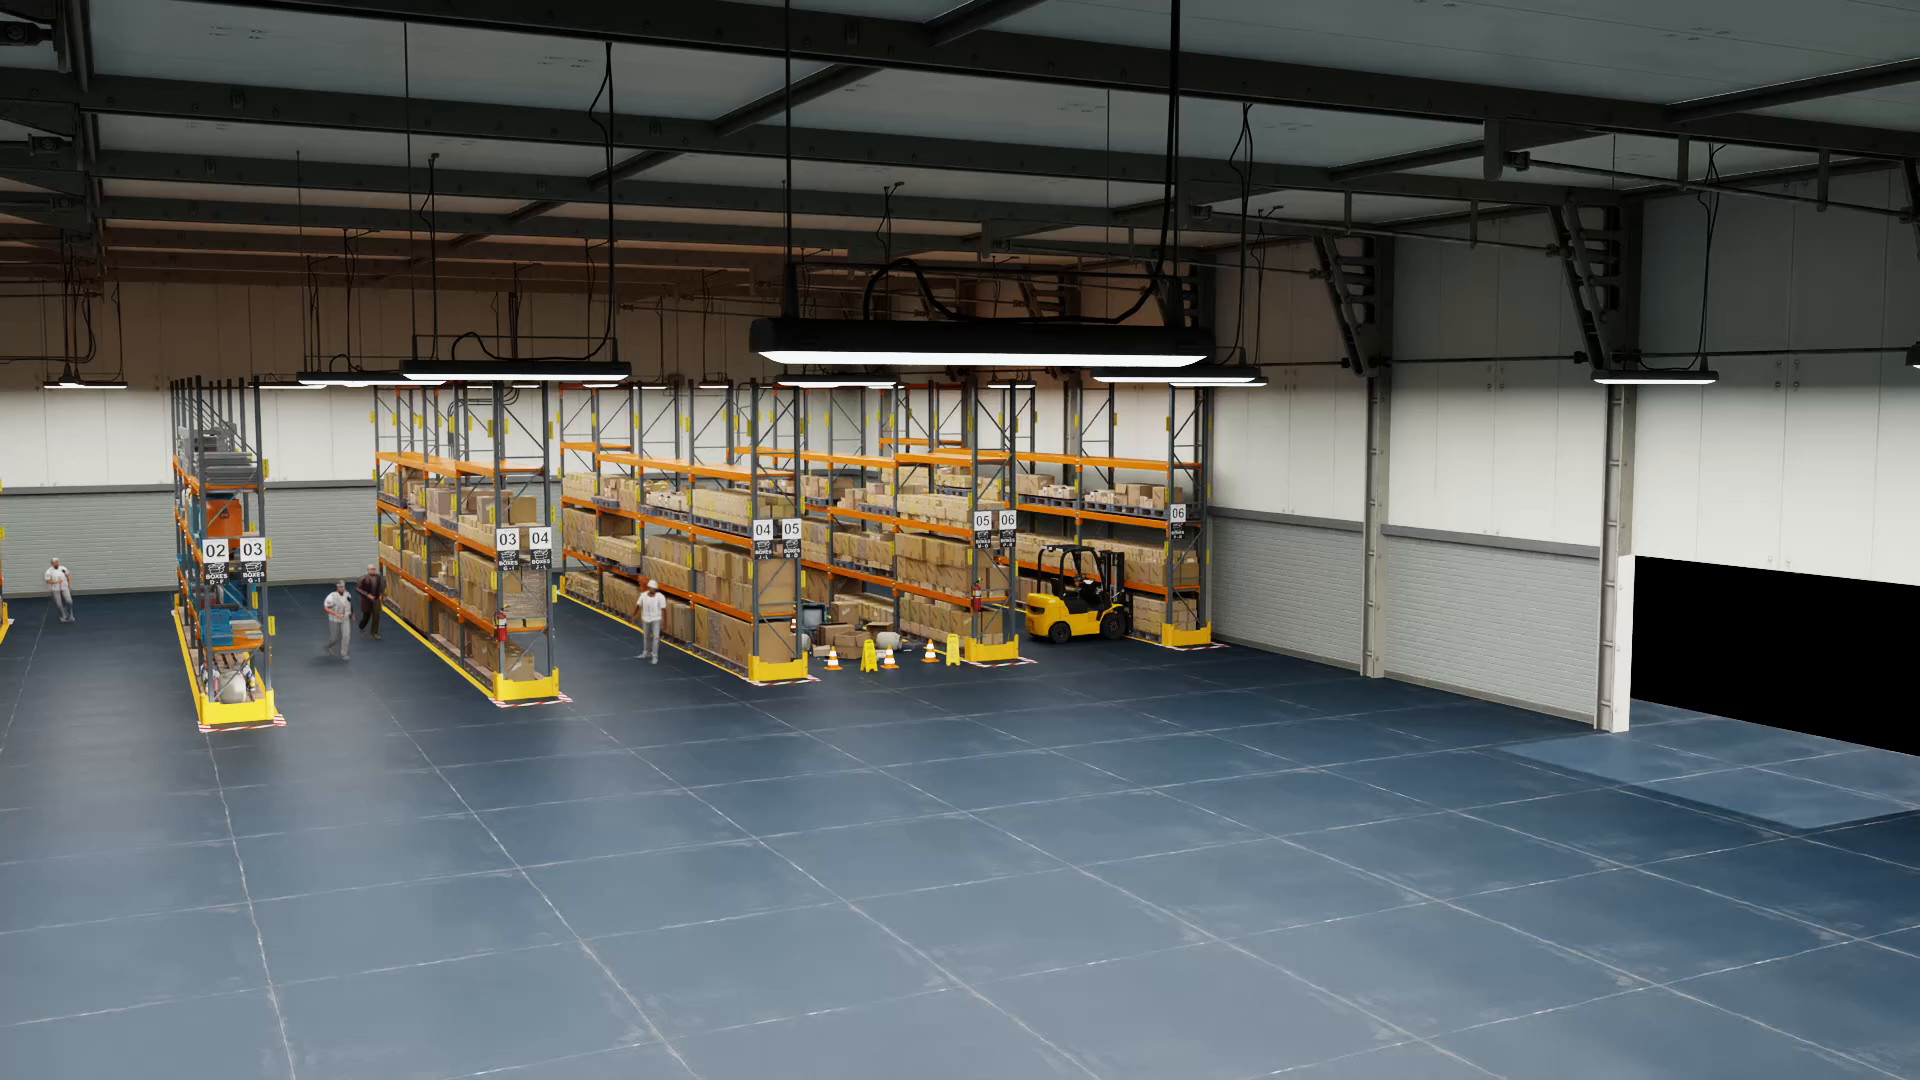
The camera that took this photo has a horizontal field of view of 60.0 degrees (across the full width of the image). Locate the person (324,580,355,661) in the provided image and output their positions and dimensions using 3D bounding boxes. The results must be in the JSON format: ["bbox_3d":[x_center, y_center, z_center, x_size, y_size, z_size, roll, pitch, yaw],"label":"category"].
[{"bbox_3d":[-13.345,1.703,35.626,0.869,1.732,0.655,5,7,45],"label":"person"}]

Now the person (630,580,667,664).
[{"bbox_3d":[-6.620,1.711,35.397,0.773,1.759,0.766,1,5,7],"label":"person"}]

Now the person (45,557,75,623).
[{"bbox_3d":[-22.312,1.250,41.191,0.595,1.651,0.632,-3,6,-34],"label":"person"}]

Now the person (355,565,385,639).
[{"bbox_3d":[-13.763,1.420,38.679,0.697,1.740,0.941,-4,7,-41],"label":"person"}]
